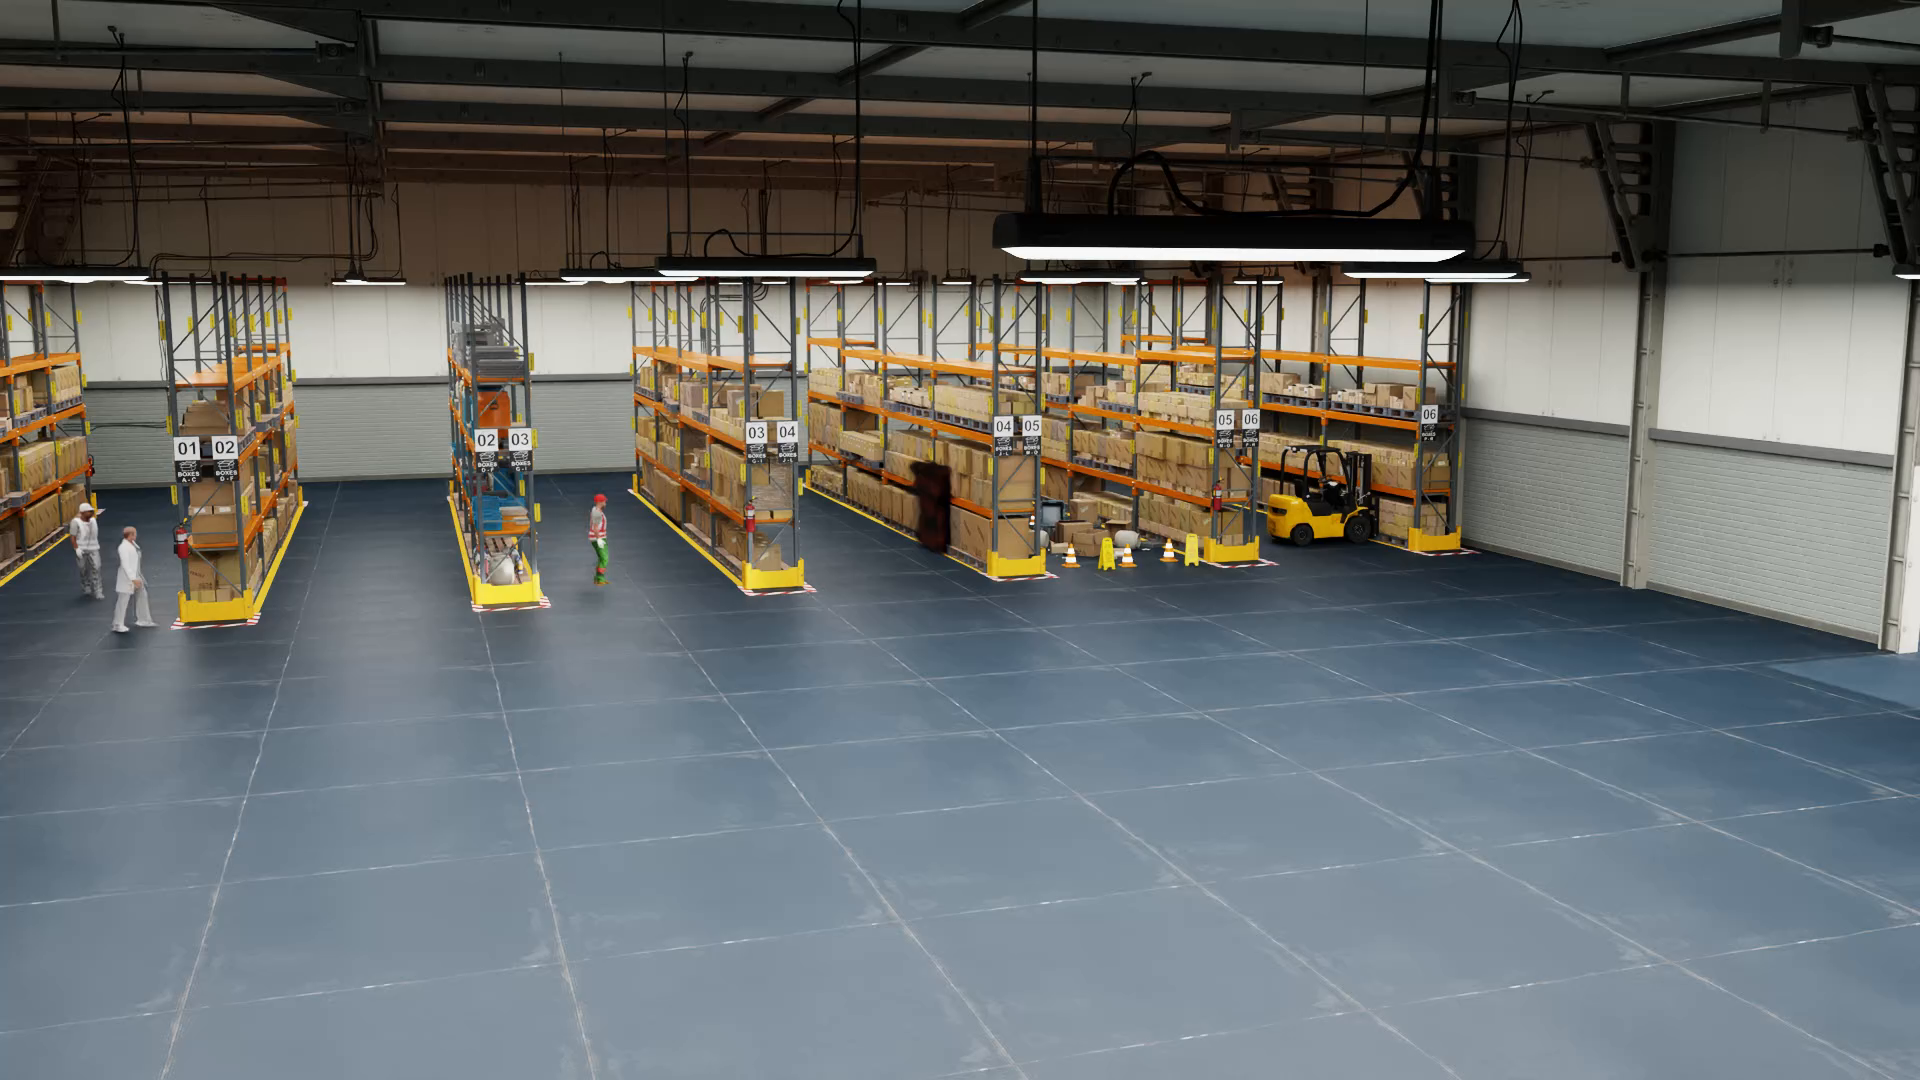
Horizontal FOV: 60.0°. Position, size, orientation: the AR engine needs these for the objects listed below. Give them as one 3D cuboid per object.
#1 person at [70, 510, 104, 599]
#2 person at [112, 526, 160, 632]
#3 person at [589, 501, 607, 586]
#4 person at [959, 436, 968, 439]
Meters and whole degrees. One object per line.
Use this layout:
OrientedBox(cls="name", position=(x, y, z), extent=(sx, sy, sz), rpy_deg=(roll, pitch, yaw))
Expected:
OrientedBox(cls="person", position=(-16.232, 0.205, 30.877), extent=(0.474, 1.705, 0.953), rpy_deg=(-5, 10, -29))
OrientedBox(cls="person", position=(-13.978, 0.661, 28.025), extent=(0.603, 1.814, 0.722), rpy_deg=(-1, 9, -3))
OrientedBox(cls="person", position=(-6.994, 0.044, 32.322), extent=(0.424, 1.783, 0.522), rpy_deg=(1, 9, 7))
OrientedBox(cls="person", position=(0.222, -2.926, 51.834), extent=(0.478, 1.654, 0.655), rpy_deg=(6, 11, 36))
